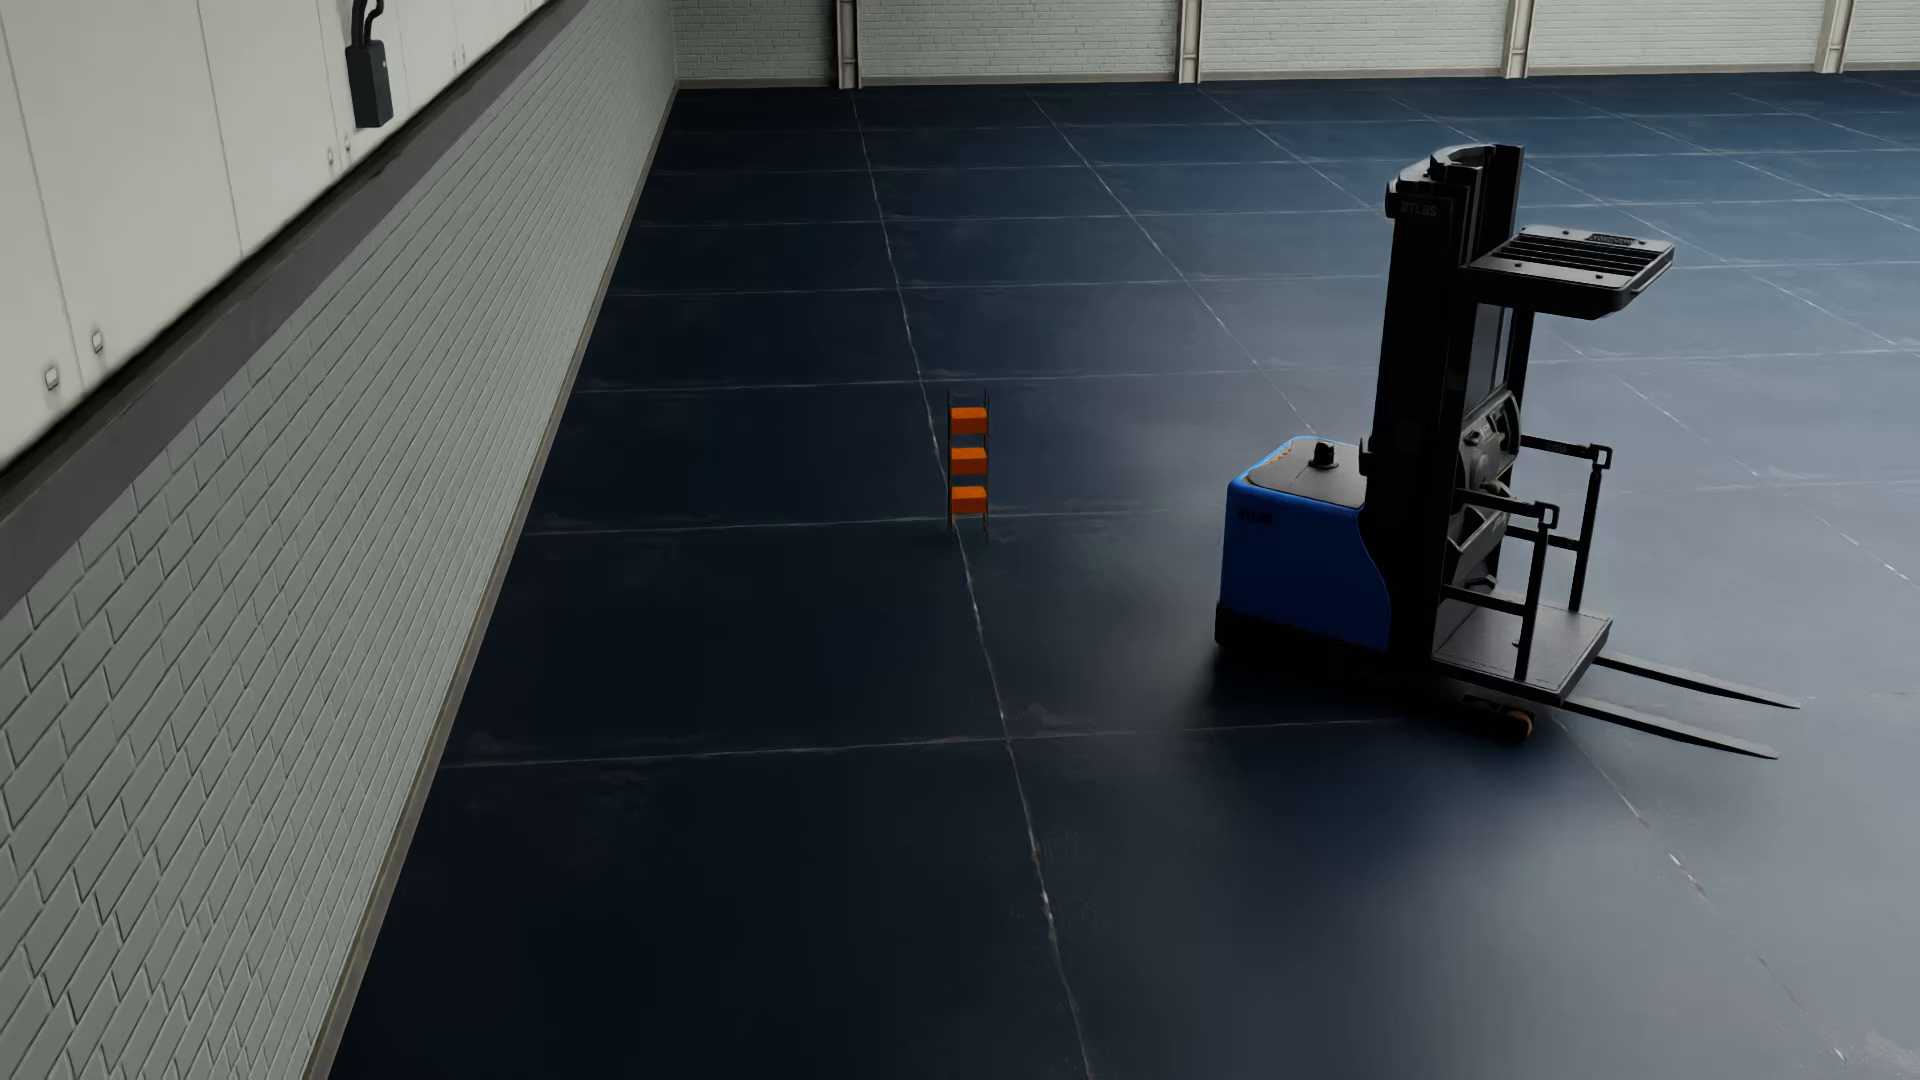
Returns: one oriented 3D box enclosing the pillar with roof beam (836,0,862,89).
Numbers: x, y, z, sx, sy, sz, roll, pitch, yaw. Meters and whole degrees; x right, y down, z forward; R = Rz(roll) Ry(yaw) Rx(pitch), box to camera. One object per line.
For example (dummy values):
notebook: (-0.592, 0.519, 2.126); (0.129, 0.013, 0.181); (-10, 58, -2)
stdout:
pillar with roof beam: (-1.502, -10.280, 23.298); (0.400, 9.000, 9.100); (-2, 24, -5)

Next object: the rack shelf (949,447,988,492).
rack shelf: (0.053, -0.472, 11.046); (0.240, 0.259, 0.215); (-2, 24, -5)

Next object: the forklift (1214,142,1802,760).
forklift: (2.998, -0.508, 8.784); (3.031, 2.935, 1.130); (16, 28, 31)

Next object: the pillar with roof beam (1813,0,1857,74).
pillar with roof beam: (16.411, -10.998, 24.915); (0.400, 9.000, 9.100); (-2, 24, -5)

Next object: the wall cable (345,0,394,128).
wall cable: (-2.808, -5.096, 7.449); (0.169, 6.003, 2.305); (-2, 24, -5)

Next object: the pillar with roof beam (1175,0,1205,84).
pillar with roof beam: (4.469, -10.519, 23.837); (0.400, 9.000, 9.100); (-2, 24, -5)

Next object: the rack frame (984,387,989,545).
rack frame: (0.175, -0.487, 11.053); (0.008, 1.050, 0.200); (-2, 24, -5)

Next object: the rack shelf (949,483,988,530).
rack shelf: (0.053, -0.218, 11.159); (0.240, 0.259, 0.215); (-2, 24, -5)

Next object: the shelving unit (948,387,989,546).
shelving unit: (0.053, -0.482, 11.042); (0.252, 1.050, 0.215); (-2, 24, -5)

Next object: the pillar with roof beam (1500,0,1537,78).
pillar with roof beam: (10.440, -10.759, 24.376); (0.400, 9.000, 9.100); (-2, 24, -5)

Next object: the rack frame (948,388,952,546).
rack frame: (-0.068, -0.477, 11.031); (0.008, 1.050, 0.200); (-2, 24, -5)

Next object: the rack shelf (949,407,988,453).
rack shelf: (0.053, -0.732, 10.931); (0.240, 0.259, 0.215); (-2, 24, -5)
